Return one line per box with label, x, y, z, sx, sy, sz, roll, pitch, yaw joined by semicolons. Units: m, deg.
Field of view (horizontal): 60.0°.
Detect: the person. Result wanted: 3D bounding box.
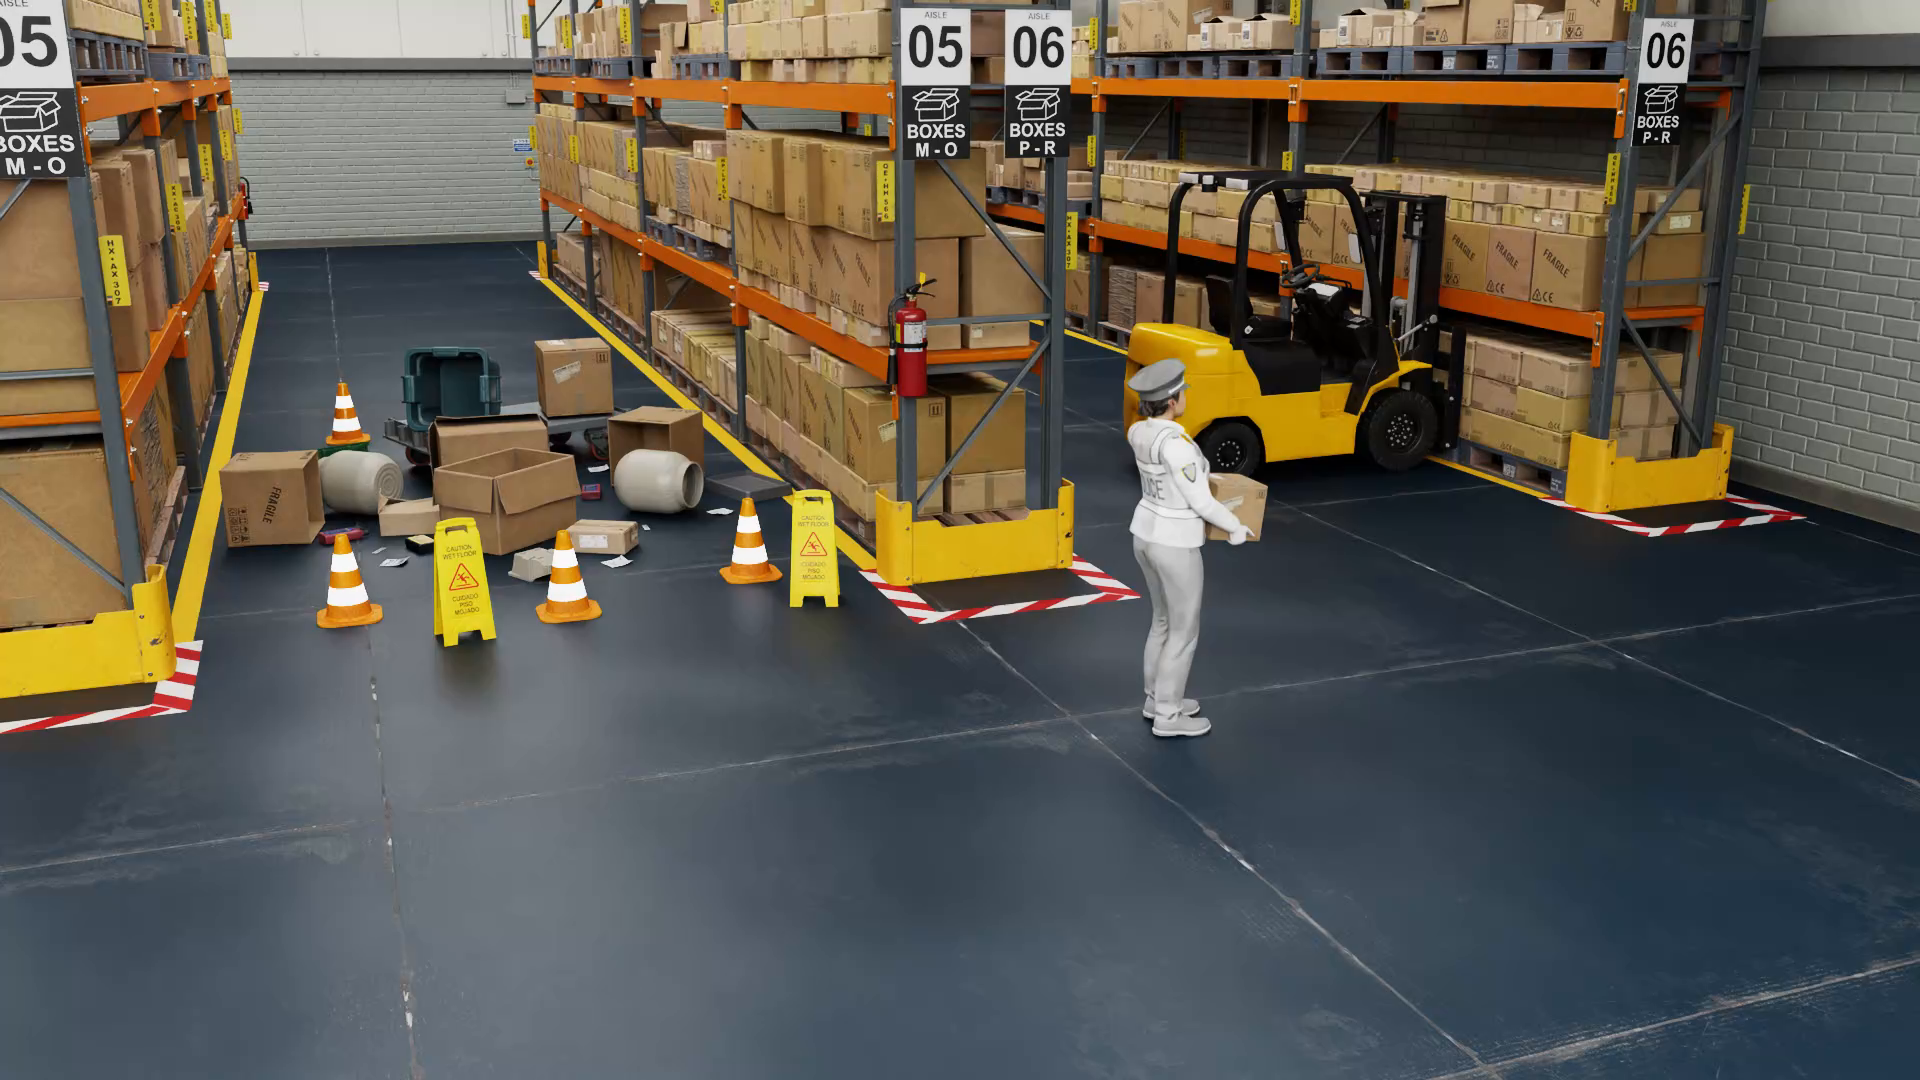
person;0.998;0.027;7.392;0.546;1.687;0.459;-6;17;-19
